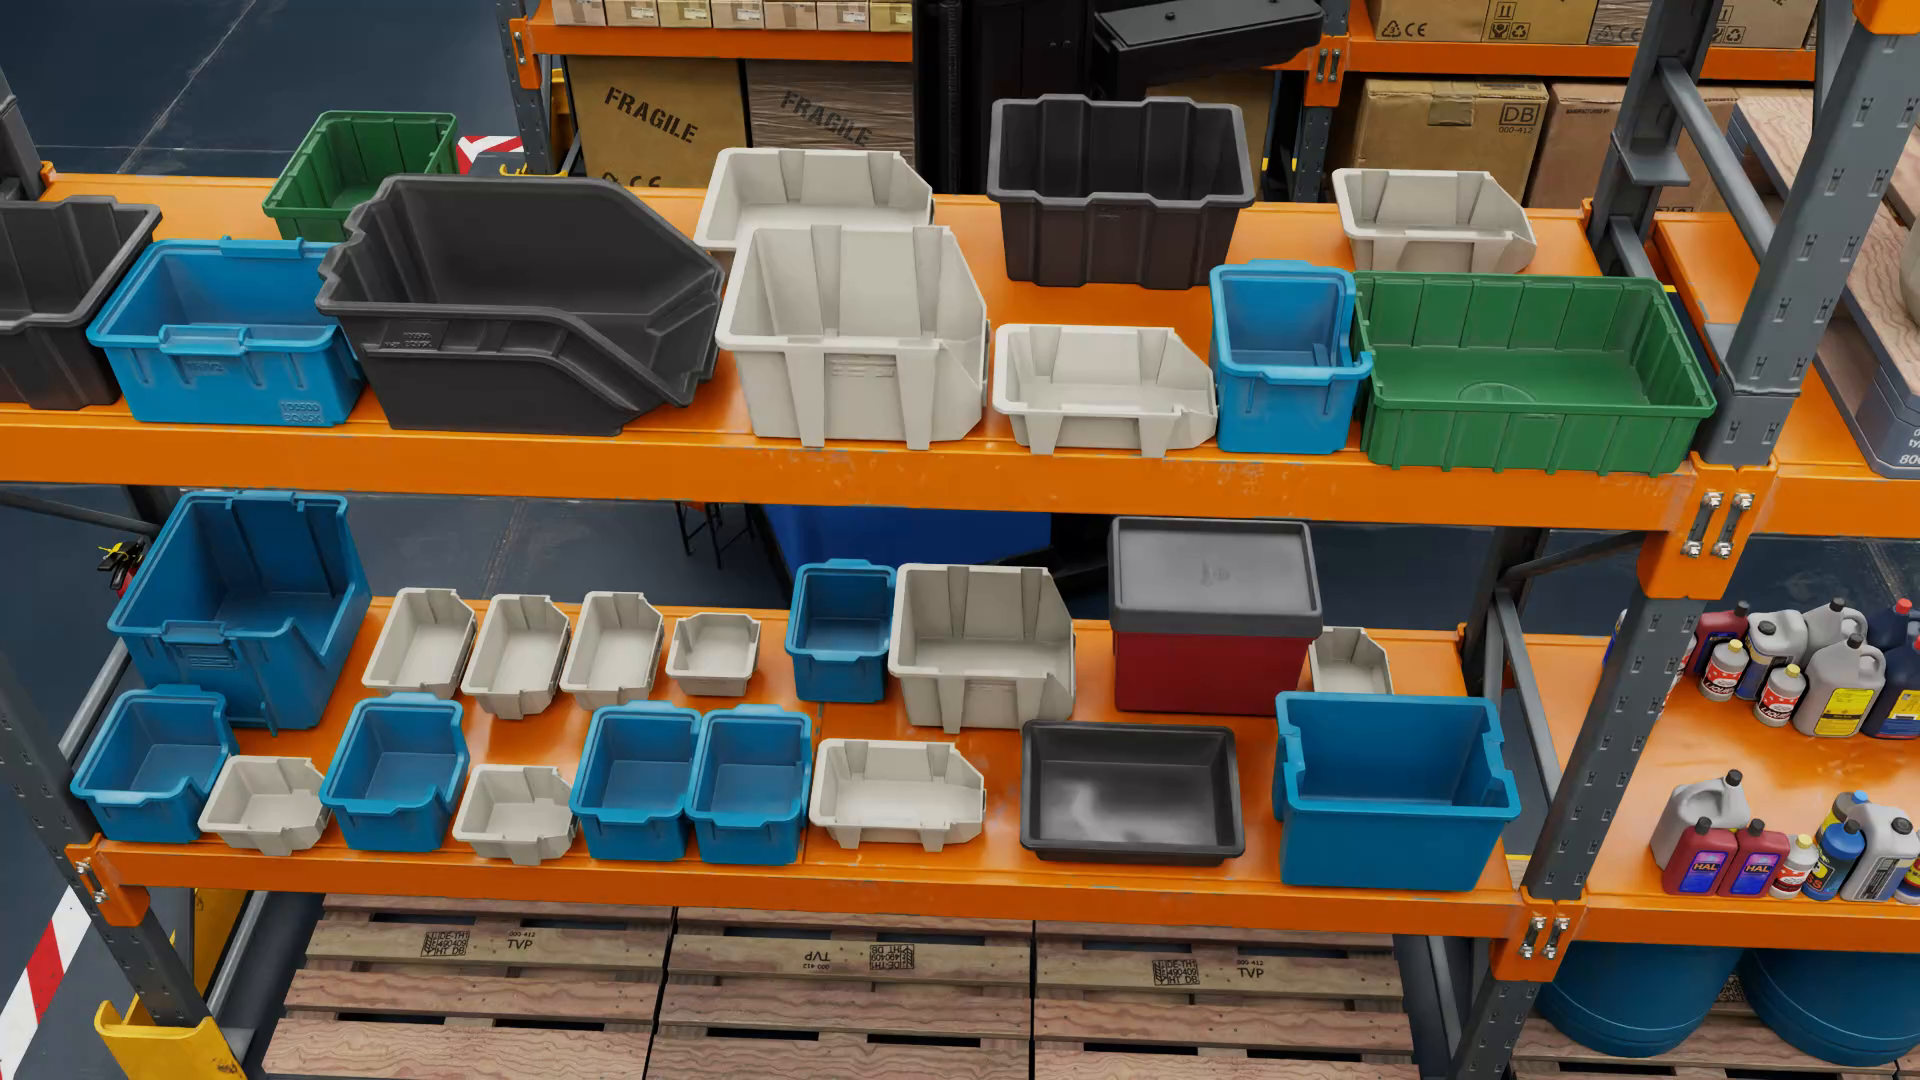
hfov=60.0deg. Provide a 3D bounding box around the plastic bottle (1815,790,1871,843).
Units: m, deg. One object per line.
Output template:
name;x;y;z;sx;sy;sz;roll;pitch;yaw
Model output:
plastic bottle;2.388;0.750;4.475;0.097;0.201;0.097;0;43;0

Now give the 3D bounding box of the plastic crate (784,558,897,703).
plastic crate;-0.342;0.283;4.910;0.300;0.233;0.416;2;43;2

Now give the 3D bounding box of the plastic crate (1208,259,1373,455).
plastic crate;0.667;-0.369;3.453;0.300;0.233;0.416;2;43;2

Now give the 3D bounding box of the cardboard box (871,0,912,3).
cardboard box;-0.172;-2.831;8.065;0.500;0.250;0.500;1;43;1

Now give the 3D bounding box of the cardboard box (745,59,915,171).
cardboard box;-0.630;-2.400;8.962;0.875;0.875;0.875;2;43;2

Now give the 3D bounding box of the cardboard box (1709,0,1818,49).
cardboard box;3.780;-2.704;7.964;0.500;0.500;0.500;3;43;3

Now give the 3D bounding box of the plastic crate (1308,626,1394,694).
plastic crate;1.132;0.441;4.811;0.243;0.136;0.396;2;43;2

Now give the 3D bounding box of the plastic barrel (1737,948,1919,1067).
plastic barrel;2.841;1.142;5.140;0.708;0.901;0.600;2;43;2

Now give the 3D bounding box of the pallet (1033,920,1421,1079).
pallet;0.854;1.502;5.568;1.213;0.211;1.003;2;43;2

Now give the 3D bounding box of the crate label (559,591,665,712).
crate label;-1.014;0.342;4.917;0.243;0.136;0.396;2;43;2

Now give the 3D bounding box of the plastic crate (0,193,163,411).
plastic crate;-2.033;-0.493;3.559;0.590;0.269;0.497;2;43;2

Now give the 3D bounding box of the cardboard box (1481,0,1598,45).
cardboard box;2.764;-2.732;7.994;0.500;0.500;0.500;2;43;2

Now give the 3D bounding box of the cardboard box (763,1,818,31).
cardboard box;-0.816;-2.659;8.174;0.250;0.149;0.380;1;43;1

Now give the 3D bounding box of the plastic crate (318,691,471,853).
plastic crate;-1.516;0.647;4.519;0.300;0.233;0.416;2;43;2

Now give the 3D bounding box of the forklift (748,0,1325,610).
forklift;0.624;-1.253;6.530;3.031;2.935;1.130;-14;45;-14

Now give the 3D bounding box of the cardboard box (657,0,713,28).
cardboard box;-1.330;-2.675;8.191;0.250;0.149;0.380;1;43;1

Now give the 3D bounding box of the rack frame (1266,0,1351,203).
rack frame;1.814;-2.894;8.242;0.127;3.000;1.000;2;43;2

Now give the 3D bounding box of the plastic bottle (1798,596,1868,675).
plastic bottle;2.524;0.302;4.847;0.185;0.351;0.144;2;43;2

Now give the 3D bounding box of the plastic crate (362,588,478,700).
plastic crate;-1.583;0.332;4.928;0.243;0.136;0.396;2;43;2

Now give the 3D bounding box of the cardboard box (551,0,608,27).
cardboard box;-1.843;-2.690;8.206;0.250;0.149;0.380;2;43;2

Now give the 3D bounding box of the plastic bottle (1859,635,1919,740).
plastic bottle;2.702;0.406;4.736;0.185;0.351;0.144;2;43;2

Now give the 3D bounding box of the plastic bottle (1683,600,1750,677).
plastic bottle;2.232;0.289;4.910;0.133;0.283;0.061;2;43;2

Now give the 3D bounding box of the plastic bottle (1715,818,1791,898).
plastic bottle;2.071;0.827;4.333;0.133;0.283;0.061;2;43;2

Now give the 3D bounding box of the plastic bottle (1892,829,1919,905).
plastic bottle;2.516;0.832;4.336;0.097;0.271;0.097;0;43;0

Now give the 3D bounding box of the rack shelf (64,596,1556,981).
rack shelf;-0.407;0.680;4.933;4.000;0.370;1.077;2;43;2

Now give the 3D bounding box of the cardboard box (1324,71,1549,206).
cardboard box;2.454;-2.265;8.816;0.875;0.875;1.225;2;43;2

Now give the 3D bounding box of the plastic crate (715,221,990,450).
plastic crate;-0.205;-0.421;3.472;0.530;0.282;0.437;2;43;2

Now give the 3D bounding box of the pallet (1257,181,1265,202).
pallet;1.058;-1.951;9.275;1.213;0.211;1.003;2;43;2

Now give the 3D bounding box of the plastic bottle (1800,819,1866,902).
plastic bottle;2.284;0.825;4.343;0.097;0.271;0.097;0;43;0

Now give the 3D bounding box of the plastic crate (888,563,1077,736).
plastic crate;0.073;0.327;4.826;0.530;0.282;0.437;2;43;2

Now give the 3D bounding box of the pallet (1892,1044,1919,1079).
pallet;3.581;1.586;5.478;1.213;0.211;1.003;2;43;2

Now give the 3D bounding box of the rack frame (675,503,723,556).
rack frame;-1.161;-0.452;6.942;0.006;1.200;0.240;22;47;27

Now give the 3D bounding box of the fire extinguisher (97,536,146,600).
fire extinguisher;-2.536;0.206;5.244;0.183;0.674;0.296;2;43;2

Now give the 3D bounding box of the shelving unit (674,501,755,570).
shelving unit;-1.086;-0.422;6.899;0.189;1.200;0.258;22;47;27

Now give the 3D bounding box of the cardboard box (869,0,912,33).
cardboard box;-0.306;-2.643;8.157;0.250;0.149;0.380;1;43;1

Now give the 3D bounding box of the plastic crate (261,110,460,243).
plastic crate;-1.407;-0.829;3.979;0.336;0.188;0.450;2;43;2

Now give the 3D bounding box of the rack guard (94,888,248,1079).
rack guard;-2.430;1.278;5.597;0.348;0.500;1.175;2;43;2

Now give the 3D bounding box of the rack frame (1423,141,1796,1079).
rack frame;1.591;0.478;4.621;0.127;3.000;1.000;2;43;2

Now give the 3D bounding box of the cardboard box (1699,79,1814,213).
cardboard box;4.231;-2.216;8.764;0.875;0.875;1.225;2;43;2

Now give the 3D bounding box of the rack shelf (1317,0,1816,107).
rack shelf;3.812;-2.570;8.421;4.000;0.370;1.077;2;43;2

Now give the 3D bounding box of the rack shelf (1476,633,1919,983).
rack shelf;3.589;0.803;4.801;4.000;0.370;1.077;2;43;2

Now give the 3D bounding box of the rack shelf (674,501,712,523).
rack shelf;-1.068;-0.206;7.084;0.180;0.103;0.258;22;47;27

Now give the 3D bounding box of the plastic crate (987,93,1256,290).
plastic crate;0.362;-0.796;3.885;0.590;0.269;0.497;2;43;2

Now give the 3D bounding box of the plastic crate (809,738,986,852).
plastic crate;-0.163;0.704;4.528;0.466;0.136;0.293;2;43;2

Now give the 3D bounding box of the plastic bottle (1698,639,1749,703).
plastic bottle;2.246;0.373;4.880;0.097;0.201;0.097;0;43;0

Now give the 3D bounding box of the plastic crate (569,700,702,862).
plastic crate;-0.858;0.667;4.498;0.300;0.233;0.416;2;43;2

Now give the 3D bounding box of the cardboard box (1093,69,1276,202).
cardboard box;1.158;-2.345;8.903;0.875;0.875;0.875;2;43;2

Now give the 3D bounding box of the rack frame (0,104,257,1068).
rack frame;-2.405;0.355;4.753;0.127;3.000;1.000;2;43;2
